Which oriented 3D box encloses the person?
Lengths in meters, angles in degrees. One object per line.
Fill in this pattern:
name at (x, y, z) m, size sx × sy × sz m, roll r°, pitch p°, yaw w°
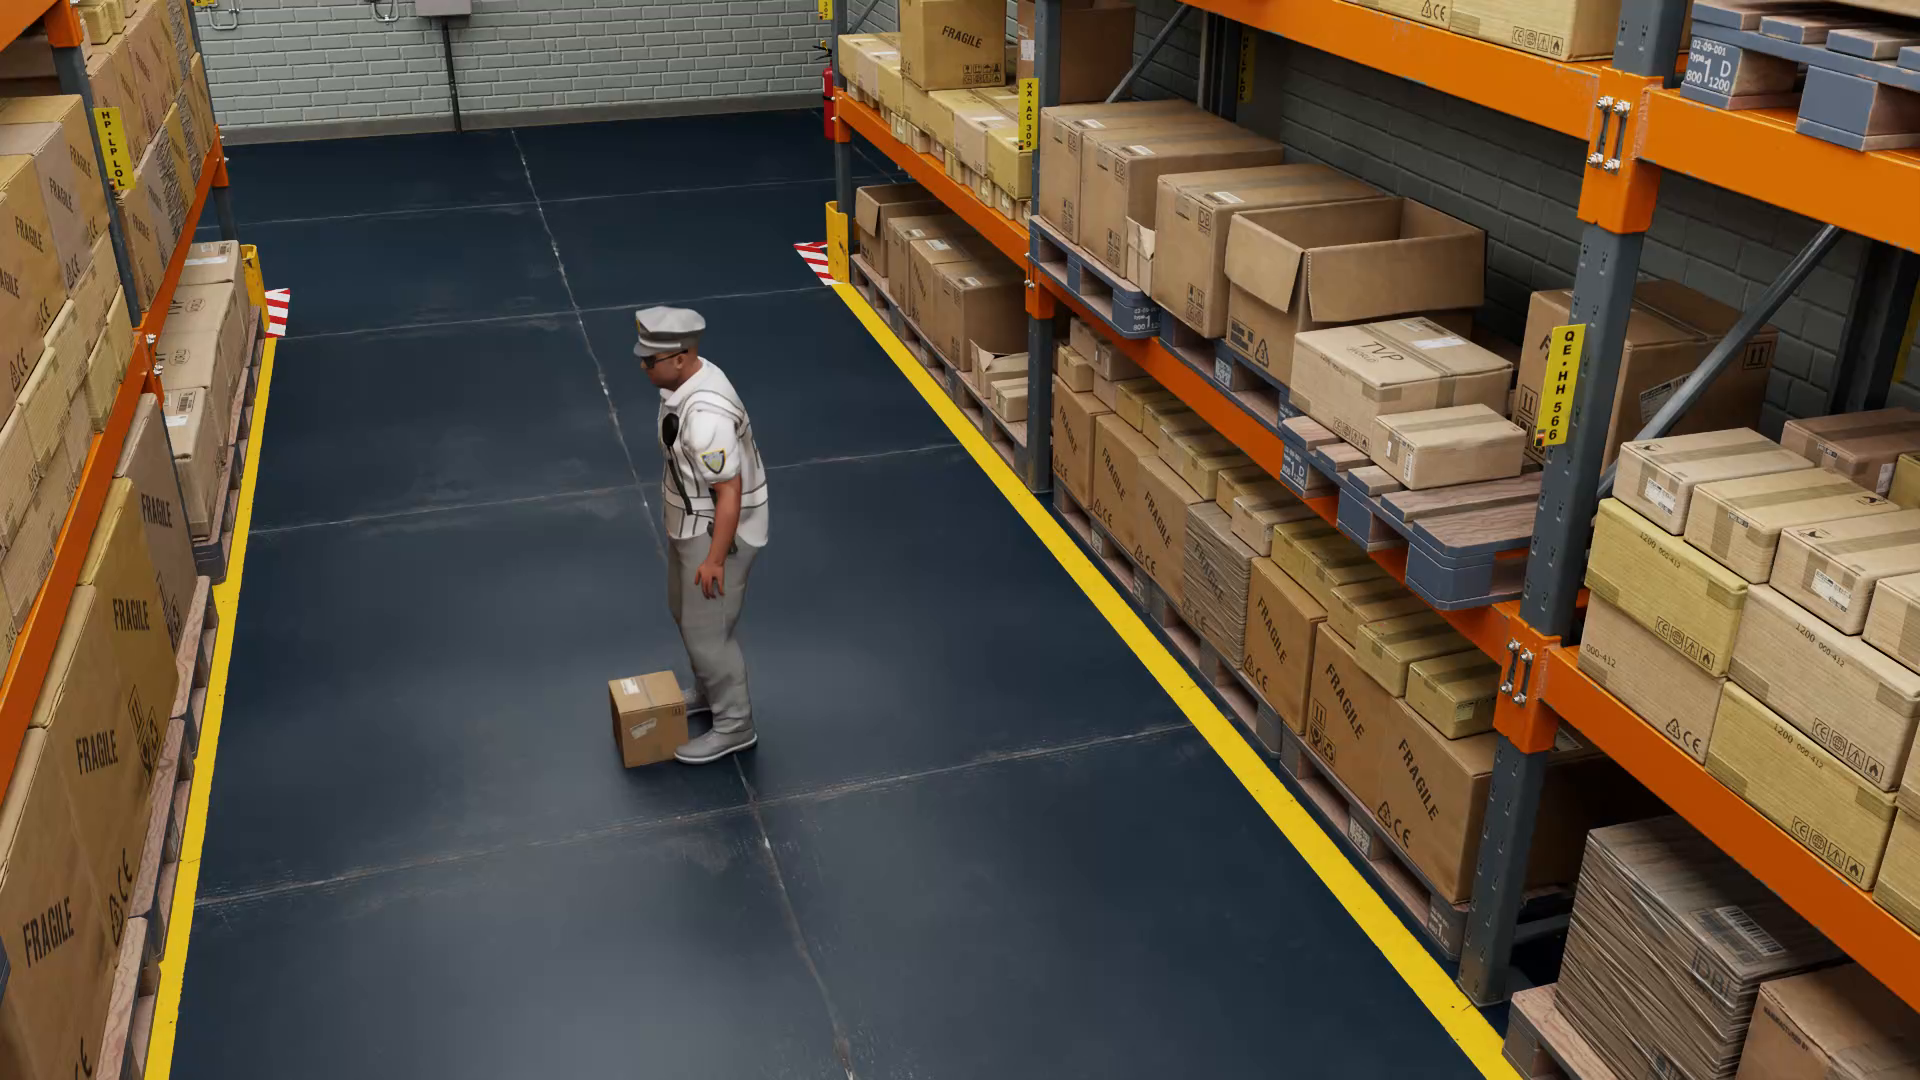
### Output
person at (-0.936, -0.029, 6.164) m, size 0.435 × 1.747 × 0.585 m, roll -9°, pitch 28°, yaw -18°
